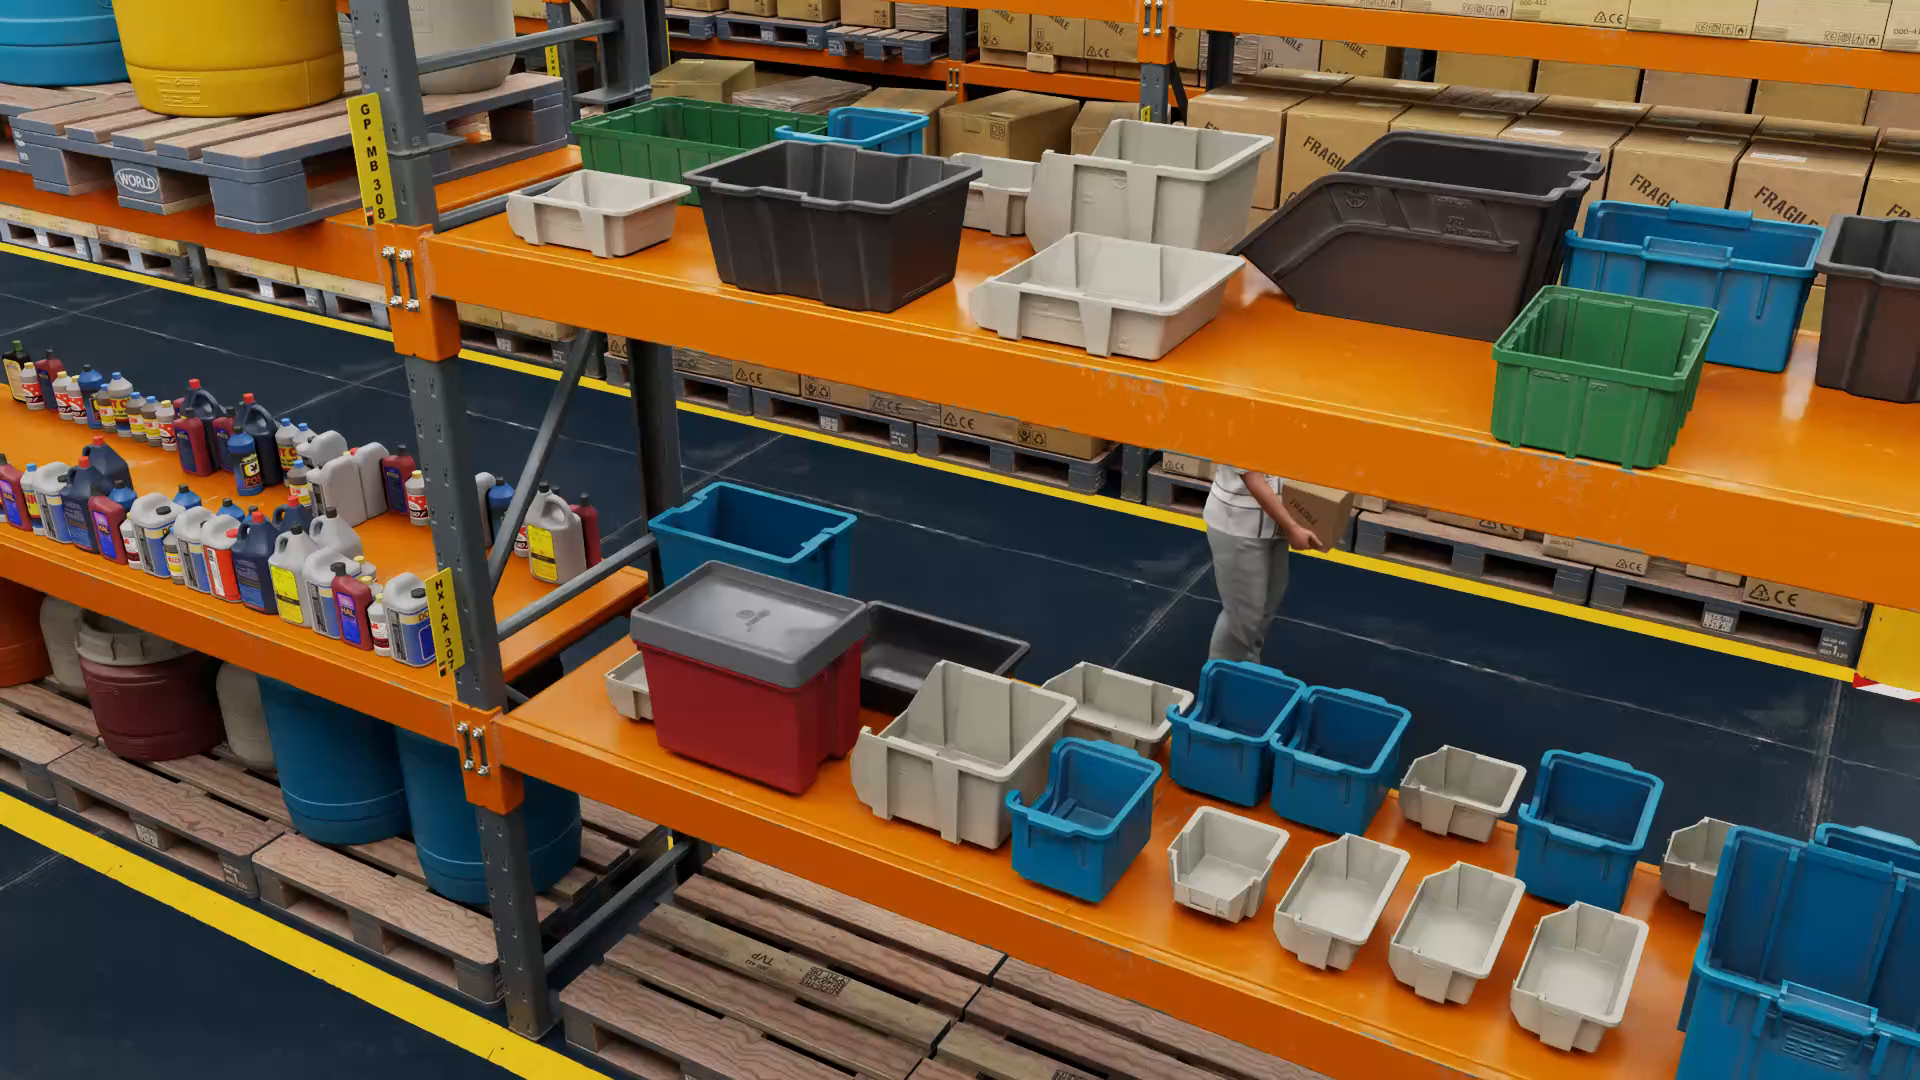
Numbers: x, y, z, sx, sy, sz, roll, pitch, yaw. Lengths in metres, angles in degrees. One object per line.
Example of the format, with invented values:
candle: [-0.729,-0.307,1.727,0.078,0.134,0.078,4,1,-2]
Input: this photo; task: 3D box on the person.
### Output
person: [1.351,-0.070,7.228,0.565,1.766,0.494,15,30,27]
